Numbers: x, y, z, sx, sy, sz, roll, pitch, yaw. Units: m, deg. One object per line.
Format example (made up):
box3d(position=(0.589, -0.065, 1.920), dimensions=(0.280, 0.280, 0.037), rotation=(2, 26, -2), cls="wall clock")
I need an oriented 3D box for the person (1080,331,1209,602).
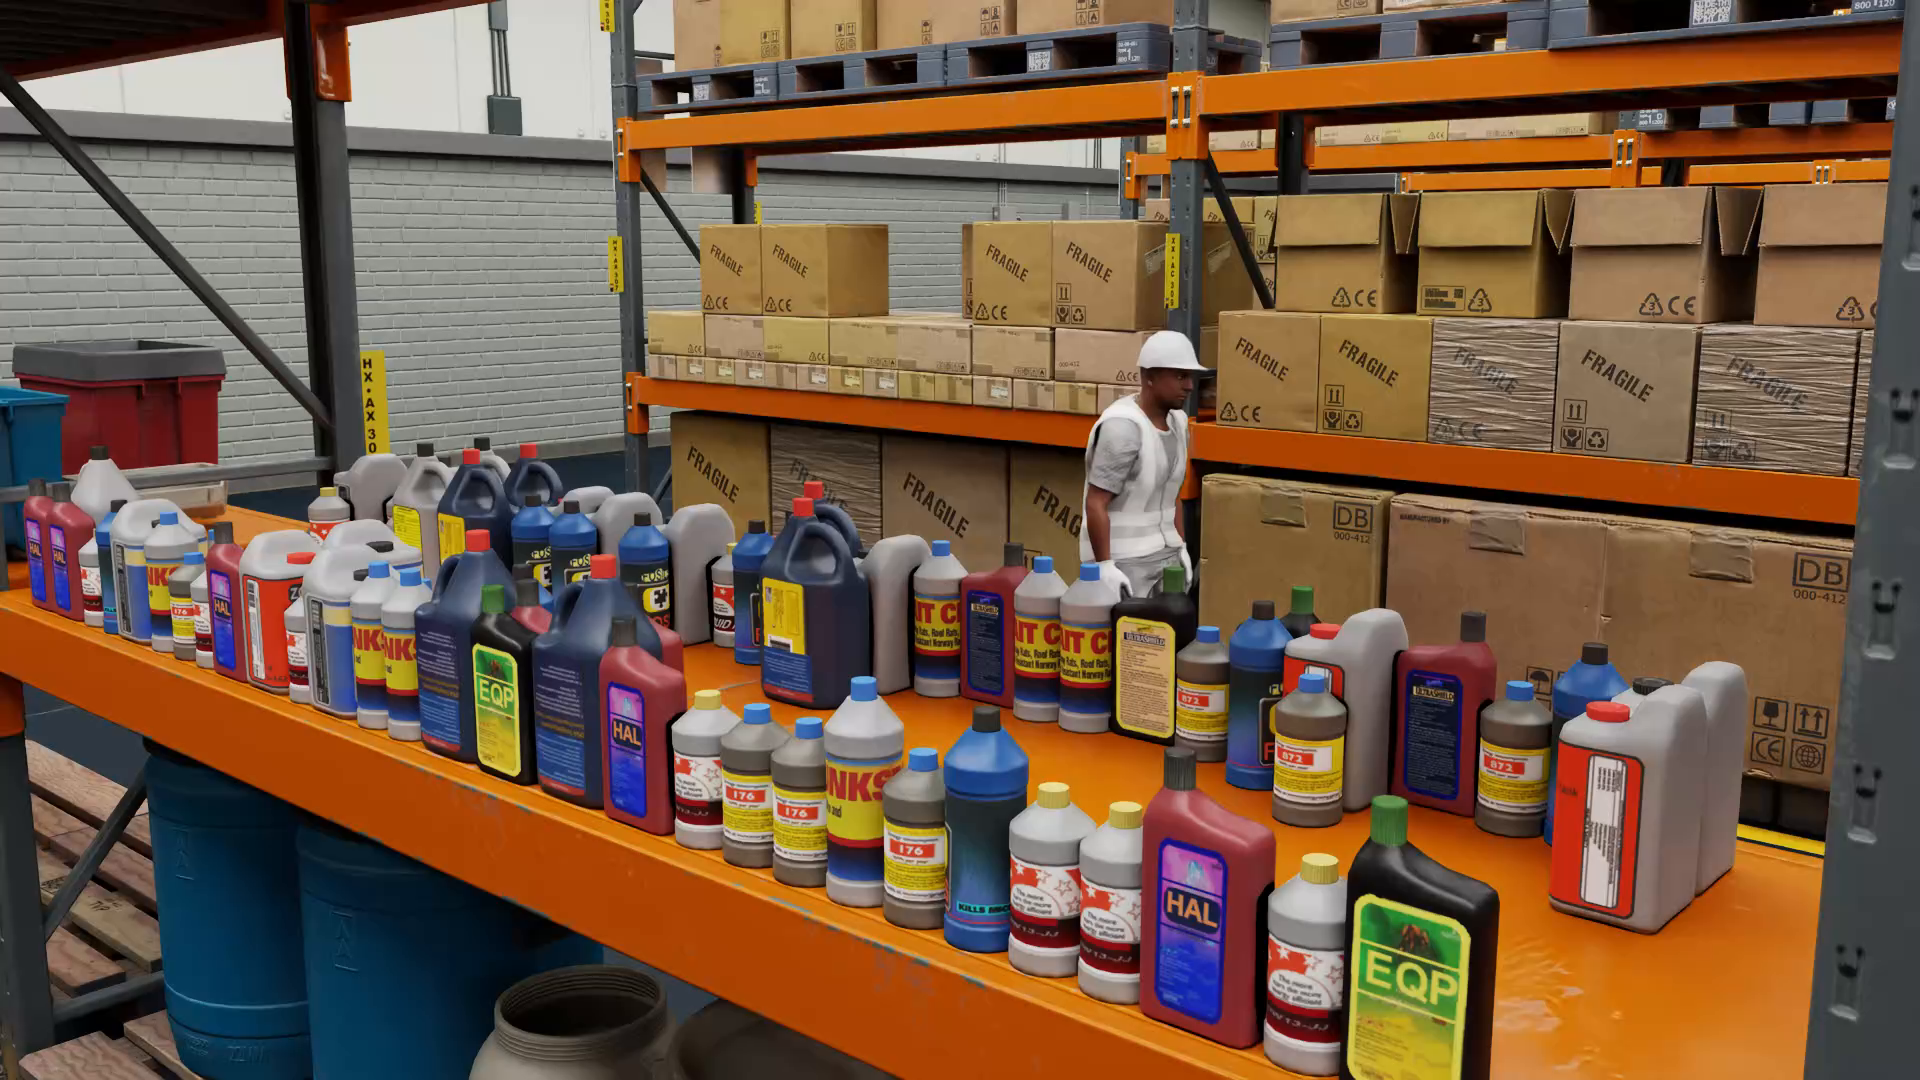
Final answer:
box3d(position=(0.703, 0.093, 6.353), dimensions=(0.452, 1.772, 0.615), rotation=(8, 13, 38), cls="person")
